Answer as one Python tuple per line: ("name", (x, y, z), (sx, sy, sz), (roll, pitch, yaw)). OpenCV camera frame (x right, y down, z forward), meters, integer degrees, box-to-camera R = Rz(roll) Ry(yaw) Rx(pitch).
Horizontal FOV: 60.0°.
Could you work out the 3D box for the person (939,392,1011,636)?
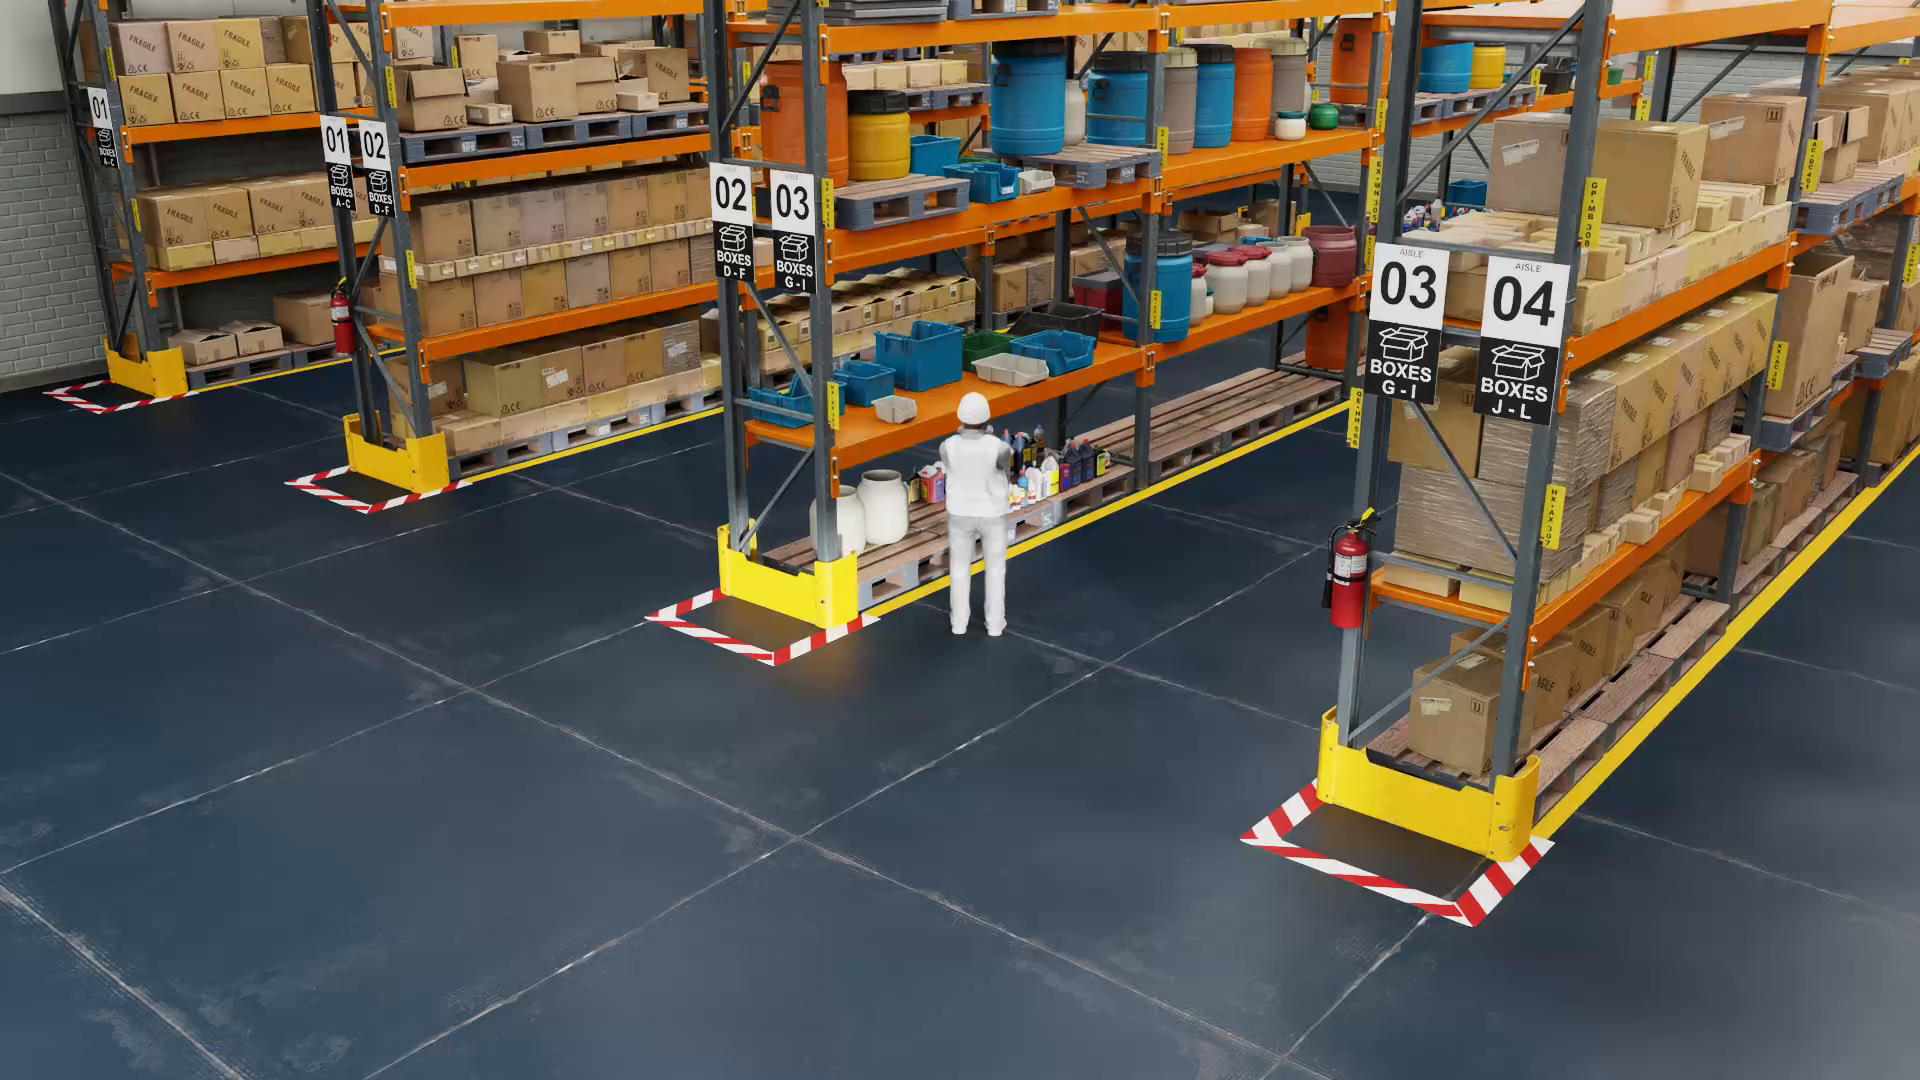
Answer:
("person", (0.117, -0.217, 11.645), (0.494, 1.762, 0.554), (2, 20, 7))
